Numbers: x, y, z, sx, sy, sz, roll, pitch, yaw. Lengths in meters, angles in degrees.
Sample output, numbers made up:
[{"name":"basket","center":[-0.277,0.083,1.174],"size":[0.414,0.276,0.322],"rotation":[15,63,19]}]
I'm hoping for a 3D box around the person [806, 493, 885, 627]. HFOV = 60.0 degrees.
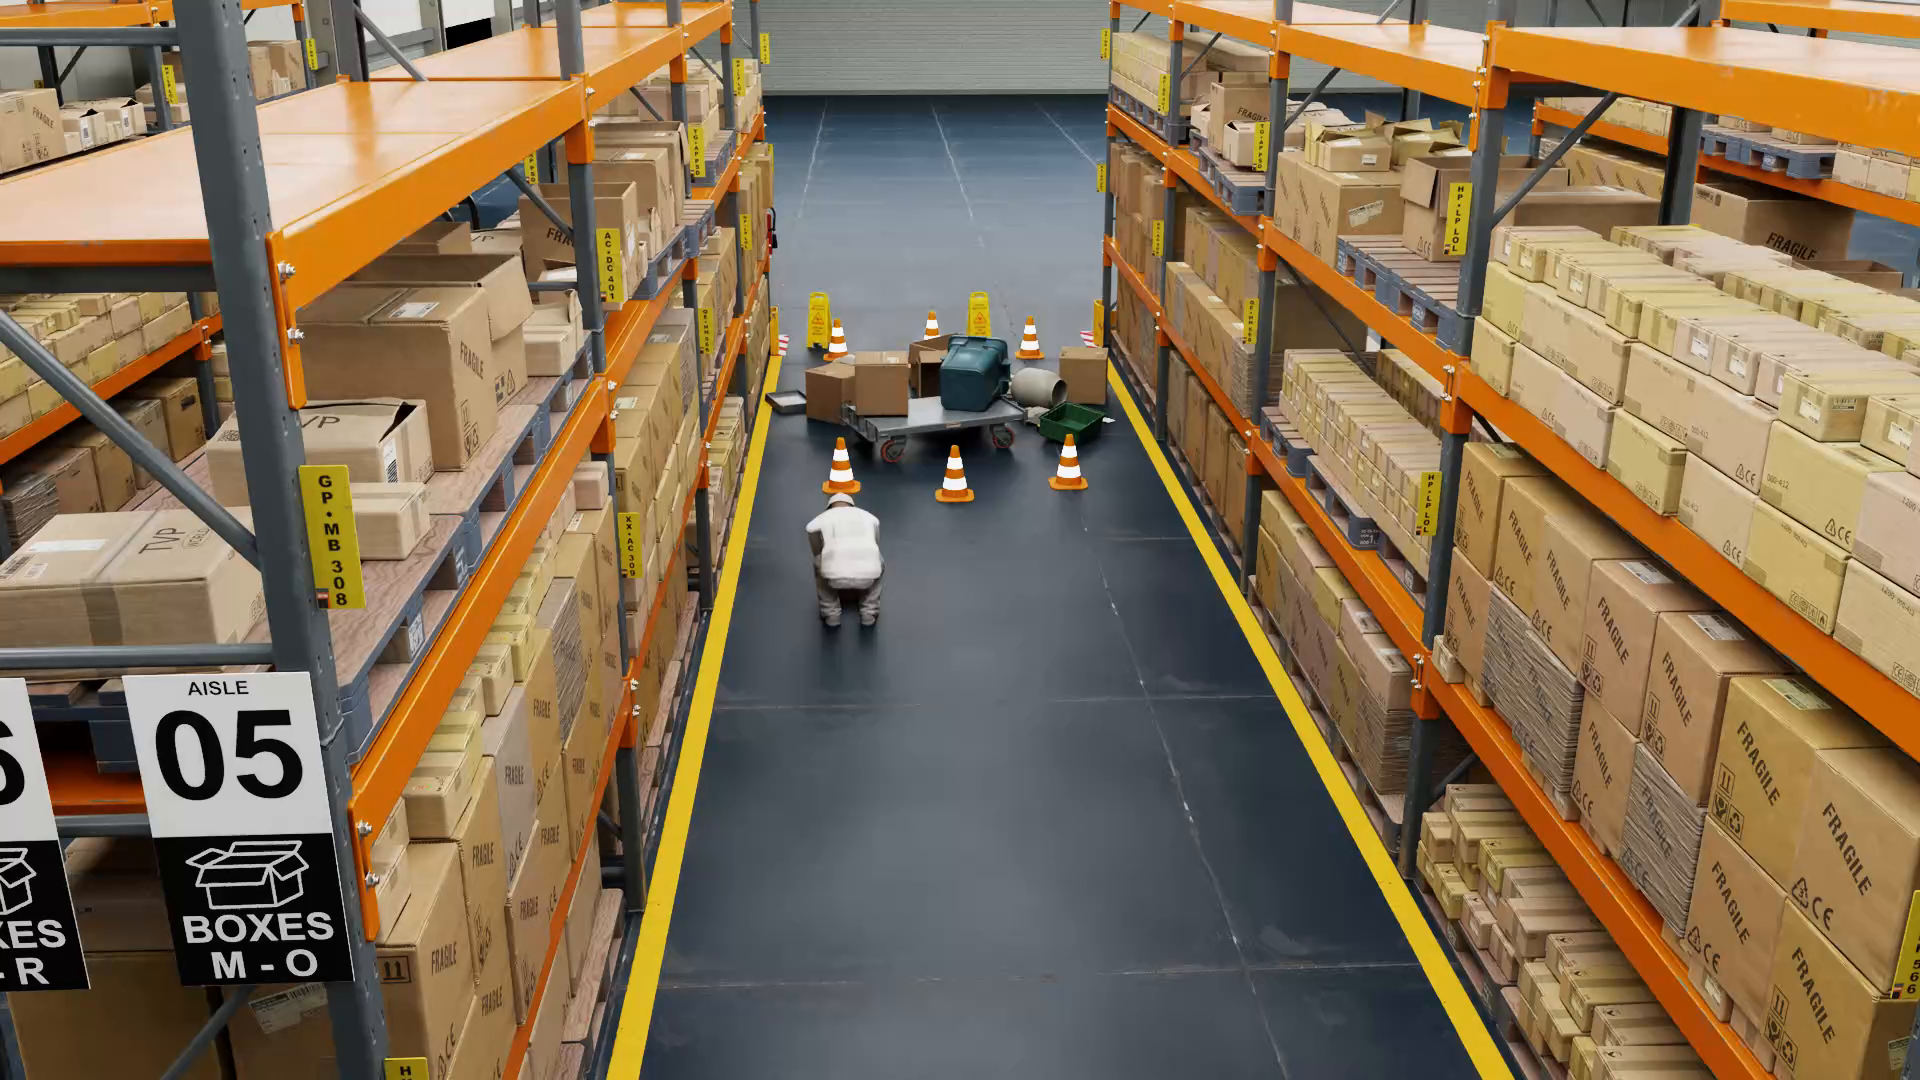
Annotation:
[{"name":"person","center":[-0.830,0.188,12.099],"size":[0.564,0.862,0.953],"rotation":[-1,20,-4]}]
